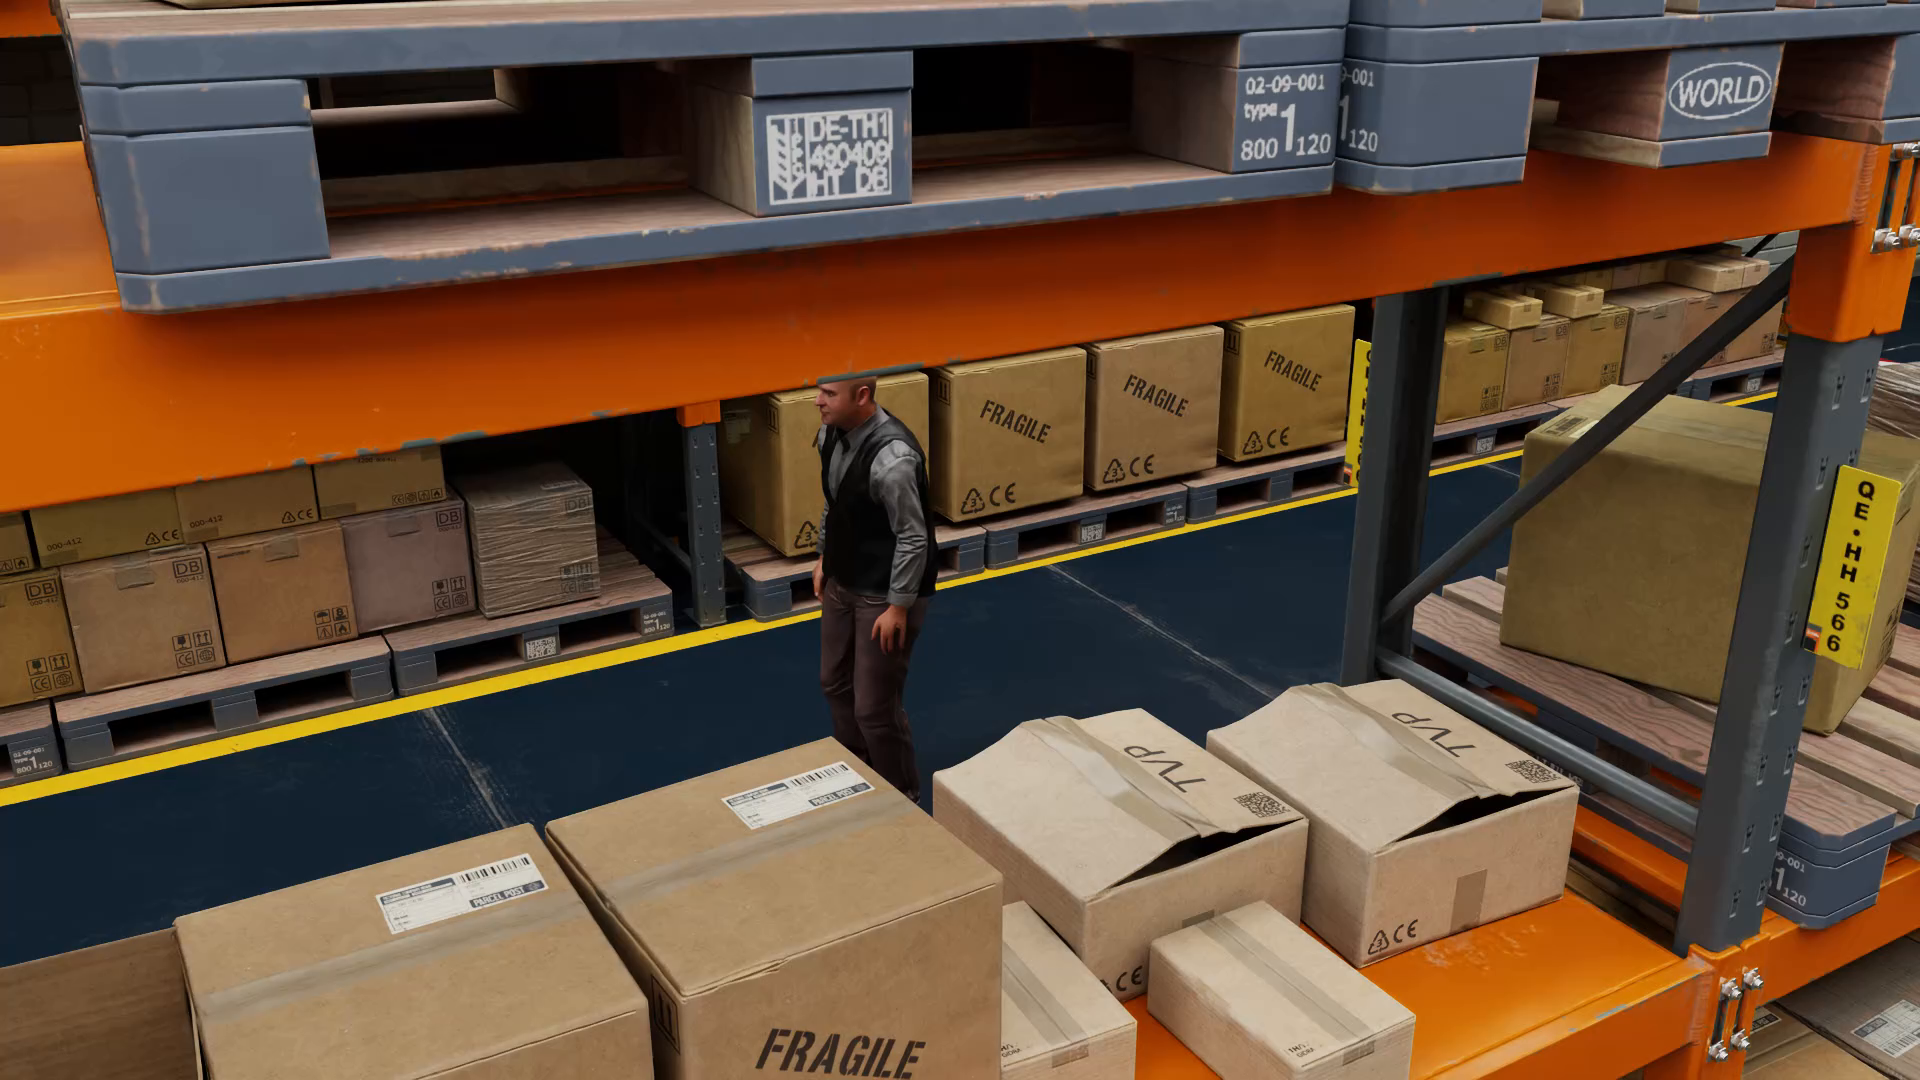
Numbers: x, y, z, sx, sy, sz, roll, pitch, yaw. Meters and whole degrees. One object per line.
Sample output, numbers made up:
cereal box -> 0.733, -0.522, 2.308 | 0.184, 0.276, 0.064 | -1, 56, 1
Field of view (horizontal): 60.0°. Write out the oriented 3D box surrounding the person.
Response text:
person -> -0.298, 0.220, 5.704 | 0.412, 1.618, 0.582 | -13, 25, -29
